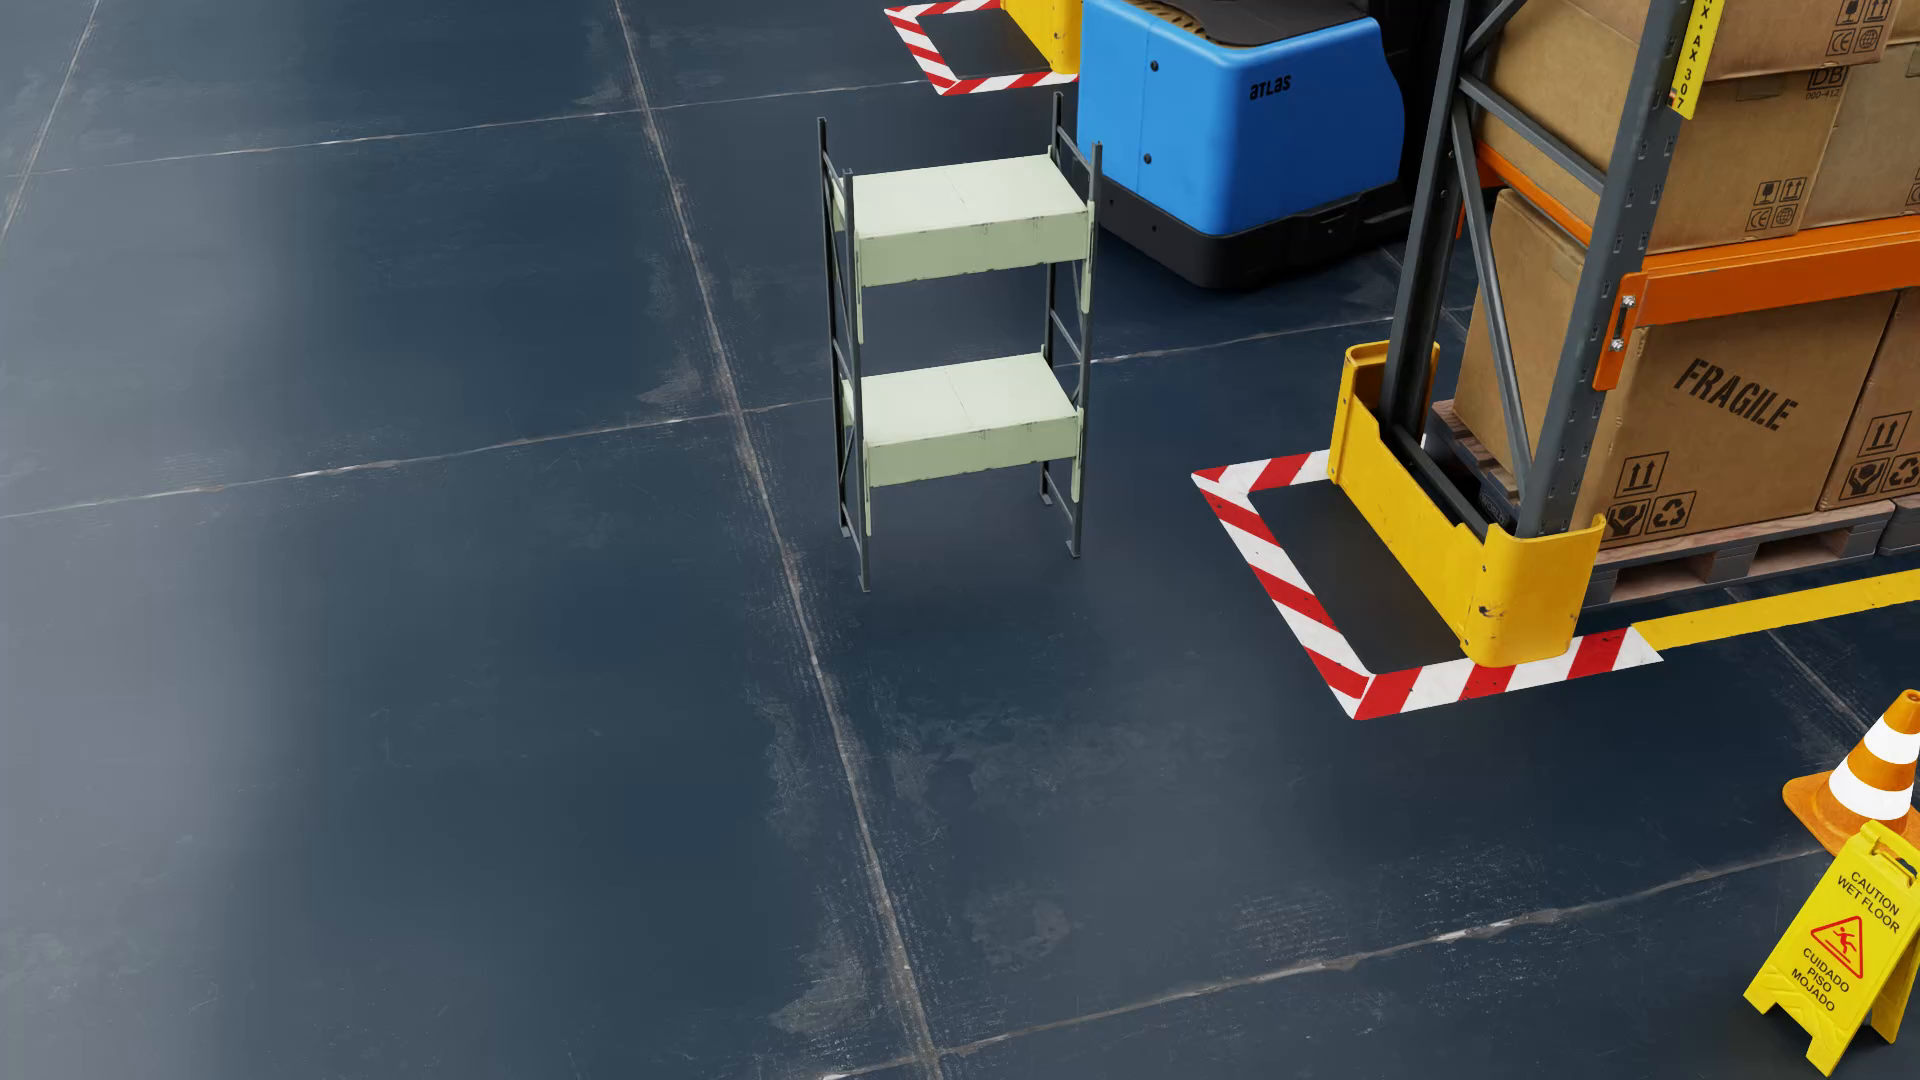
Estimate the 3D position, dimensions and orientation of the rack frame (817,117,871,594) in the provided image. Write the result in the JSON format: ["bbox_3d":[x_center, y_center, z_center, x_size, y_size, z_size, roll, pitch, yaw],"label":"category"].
[{"bbox_3d":[-0.360,-0.537,5.217,0.023,1.500,0.400,-9,38,-12],"label":"rack frame"}]

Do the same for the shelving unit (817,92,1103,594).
[{"bbox_3d":[-0.006,-0.595,5.293,0.755,1.500,0.431,-9,38,-12],"label":"shelving unit"}]

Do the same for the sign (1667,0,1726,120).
[{"bbox_3d":[1.805,-1.202,4.075,0.005,0.325,0.100,-9,38,-12],"label":"sign"}]

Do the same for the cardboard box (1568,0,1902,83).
[{"bbox_3d":[2.034,-1.678,4.463,0.550,0.550,0.875,-9,38,-12],"label":"cardboard box"}]

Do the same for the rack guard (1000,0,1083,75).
[{"bbox_3d":[0.544,-3.098,9.389,0.348,0.500,1.175,-9,38,-12],"label":"rack guard"}]

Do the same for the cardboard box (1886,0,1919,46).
[{"bbox_3d":[2.541,-1.819,4.647,0.550,0.550,0.875,-9,38,-12],"label":"cardboard box"}]

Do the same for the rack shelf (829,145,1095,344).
[{"bbox_3d":[-0.006,-0.905,5.056,0.720,0.370,0.431,-9,38,-12],"label":"rack shelf"}]

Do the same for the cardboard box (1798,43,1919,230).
[{"bbox_3d":[2.538,-1.398,4.986,0.550,0.550,0.875,-9,38,-12],"label":"cardboard box"}]

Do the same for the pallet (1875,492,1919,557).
[{"bbox_3d":[3.593,-0.410,6.112,1.213,0.211,1.003,-9,38,-12],"label":"pallet"}]

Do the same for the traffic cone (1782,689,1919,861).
[{"bbox_3d":[2.549,0.603,4.581,0.334,0.463,0.336,-9,38,-12],"label":"traffic cone"}]

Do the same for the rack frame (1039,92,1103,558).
[{"bbox_3d":[0.347,-0.653,5.369,0.023,1.500,0.400,-9,38,-12],"label":"rack frame"}]

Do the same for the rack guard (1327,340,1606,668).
[{"bbox_3d":[1.643,-0.157,5.544,0.348,0.500,1.175,-9,38,-12],"label":"rack guard"}]

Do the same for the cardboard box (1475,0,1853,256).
[{"bbox_3d":[2.012,-1.298,4.855,0.550,0.550,0.875,-9,38,-12],"label":"cardboard box"}]

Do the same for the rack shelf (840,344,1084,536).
[{"bbox_3d":[-0.006,-0.336,5.491,0.720,0.370,0.431,-9,38,-12],"label":"rack shelf"}]

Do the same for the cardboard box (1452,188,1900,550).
[{"bbox_3d":[2.304,-0.623,5.498,0.875,0.875,0.875,-9,38,-12],"label":"cardboard box"}]

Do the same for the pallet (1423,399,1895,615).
[{"bbox_3d":[2.418,-0.218,5.862,1.213,0.211,1.003,-9,38,-12],"label":"pallet"}]

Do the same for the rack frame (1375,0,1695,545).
[{"bbox_3d":[1.666,-1.154,4.789,0.127,3.000,1.000,-9,38,-12],"label":"rack frame"}]

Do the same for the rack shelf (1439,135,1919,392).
[{"bbox_3d":[3.597,-1.185,5.422,4.000,0.370,1.077,-9,38,-12],"label":"rack shelf"}]

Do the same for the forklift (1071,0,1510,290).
[{"bbox_3d":[2.019,-2.914,7.147,3.031,2.935,1.130,-22,43,-26],"label":"forklift"}]

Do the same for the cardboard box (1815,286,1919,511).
[{"bbox_3d":[3.152,-0.763,5.682,0.875,0.875,0.875,-10,39,-13],"label":"cardboard box"}]

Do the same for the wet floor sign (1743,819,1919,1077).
[{"bbox_3d":[2.154,0.948,3.980,0.232,0.644,0.267,-16,40,-20],"label":"wet floor sign"}]
